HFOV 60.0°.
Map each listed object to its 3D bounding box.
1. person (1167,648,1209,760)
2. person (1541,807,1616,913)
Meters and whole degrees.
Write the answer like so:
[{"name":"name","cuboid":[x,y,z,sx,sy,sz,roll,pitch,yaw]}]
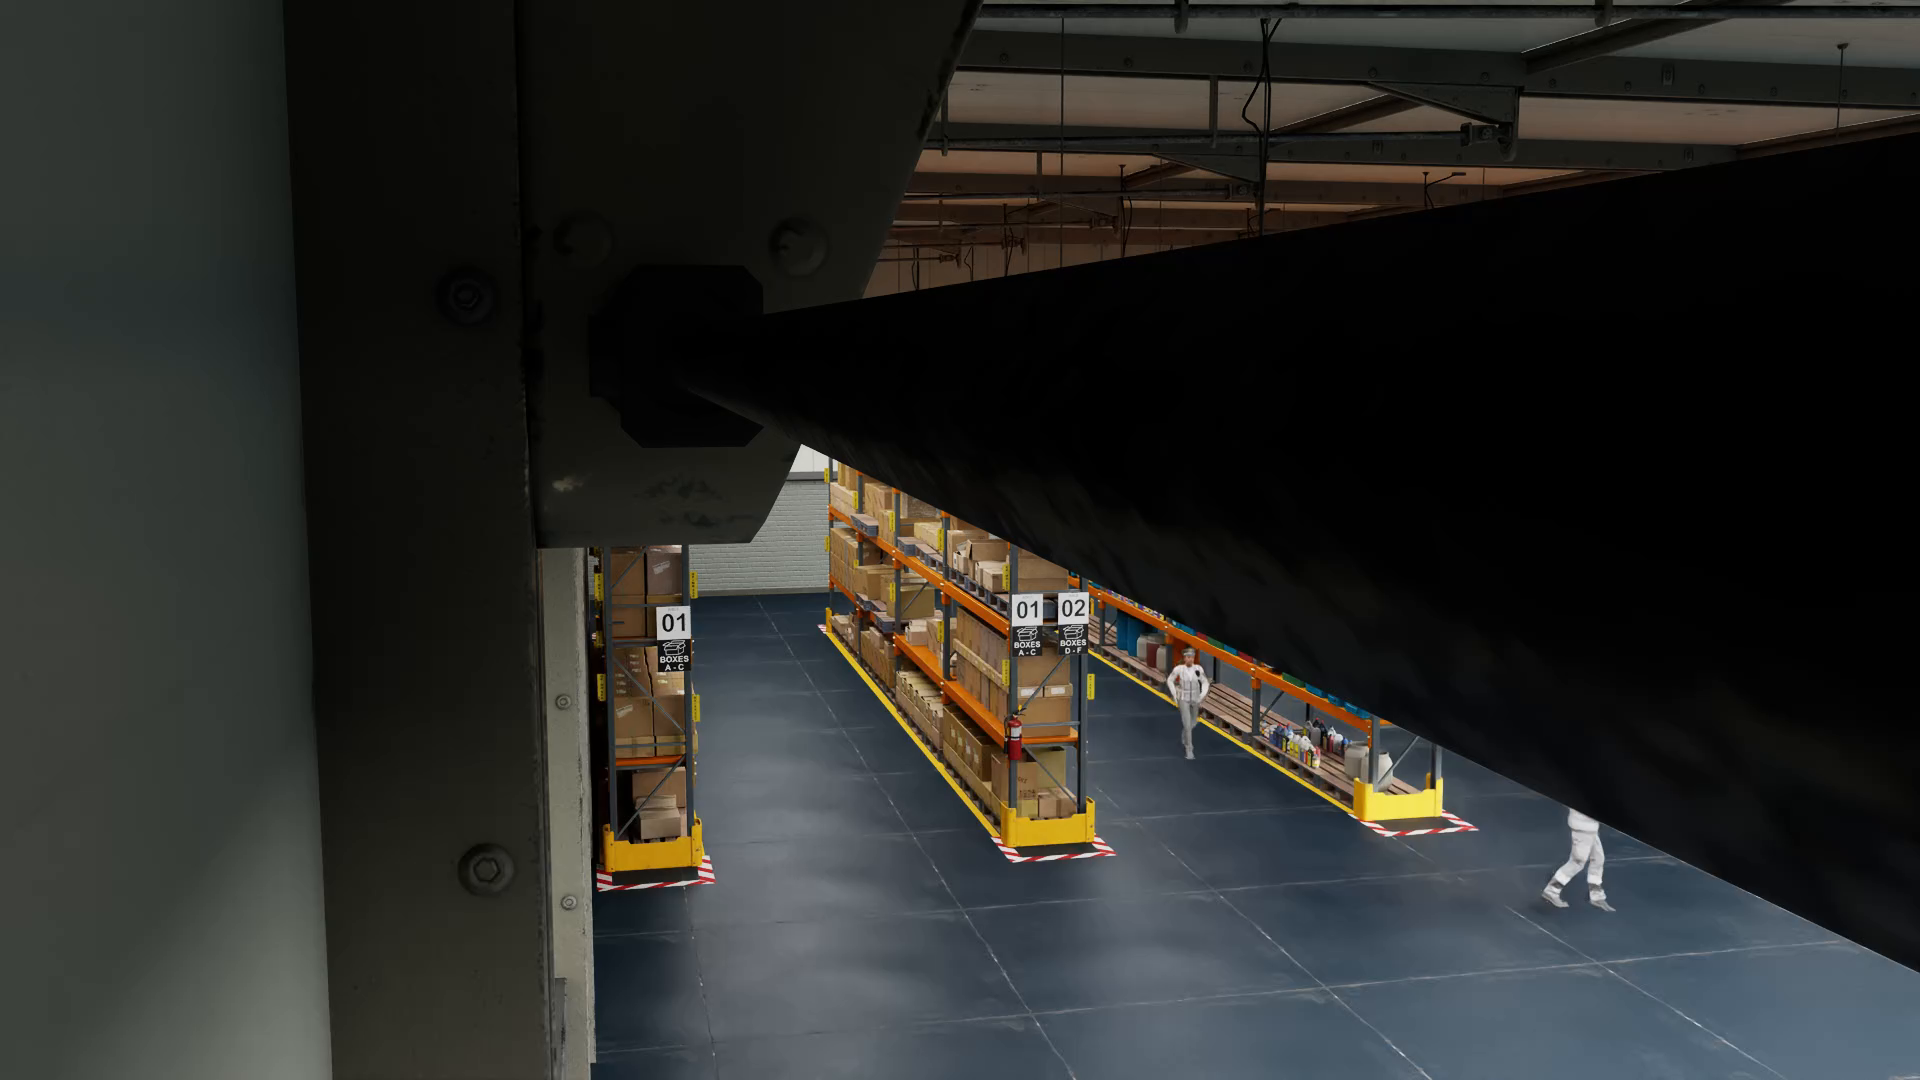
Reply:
[{"name":"person","cuboid":[3.513,2.473,25.634,0.632,1.694,0.819,-1,7,-7]},{"name":"person","cuboid":[6.916,3.253,18.497,0.817,1.844,0.683,1,7,12]}]
